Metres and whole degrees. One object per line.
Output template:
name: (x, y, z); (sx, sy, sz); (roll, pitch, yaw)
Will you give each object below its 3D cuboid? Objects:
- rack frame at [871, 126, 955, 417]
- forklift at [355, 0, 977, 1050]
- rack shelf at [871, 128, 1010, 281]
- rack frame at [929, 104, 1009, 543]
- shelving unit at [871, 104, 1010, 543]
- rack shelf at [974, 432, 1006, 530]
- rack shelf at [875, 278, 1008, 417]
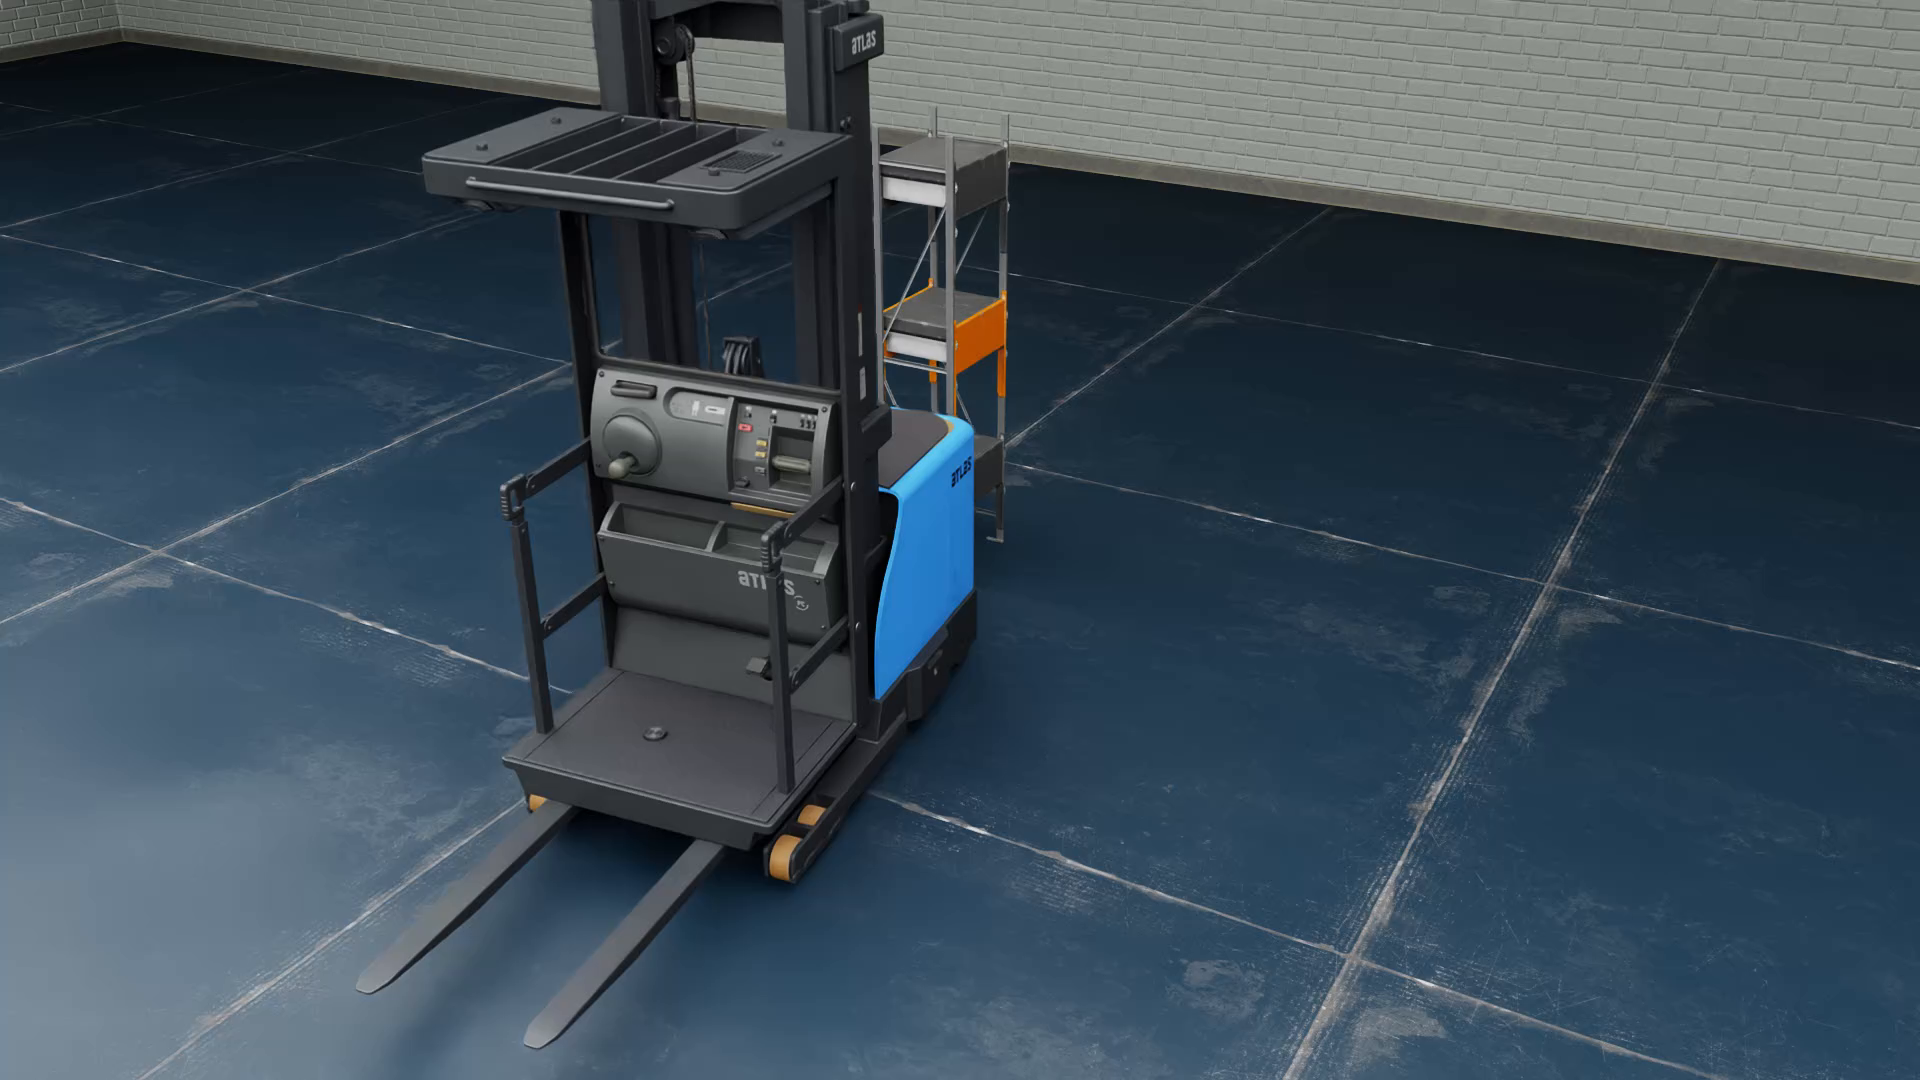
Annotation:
rack frame: (-0.201, -0.779, 7.461); (0.400, 2.100, 0.015); (14, 30, 26)
forklift: (-0.954, -0.322, 5.619); (1.130, 2.935, 3.031); (10, 28, 20)
rack shelf: (-0.081, -1.488, 7.344); (0.431, 0.518, 0.480); (14, 30, 26)
rack frame: (0.039, -0.970, 7.841); (0.400, 2.100, 0.015); (14, 30, 26)
shelving unit: (-0.081, -0.874, 7.651); (0.431, 2.100, 0.503); (14, 30, 26)
rack shelf: (-0.081, -0.236, 7.971); (0.431, 0.518, 0.480); (14, 30, 26)
rack shelf: (-0.081, -0.862, 7.657); (0.431, 0.518, 0.480); (14, 30, 26)
